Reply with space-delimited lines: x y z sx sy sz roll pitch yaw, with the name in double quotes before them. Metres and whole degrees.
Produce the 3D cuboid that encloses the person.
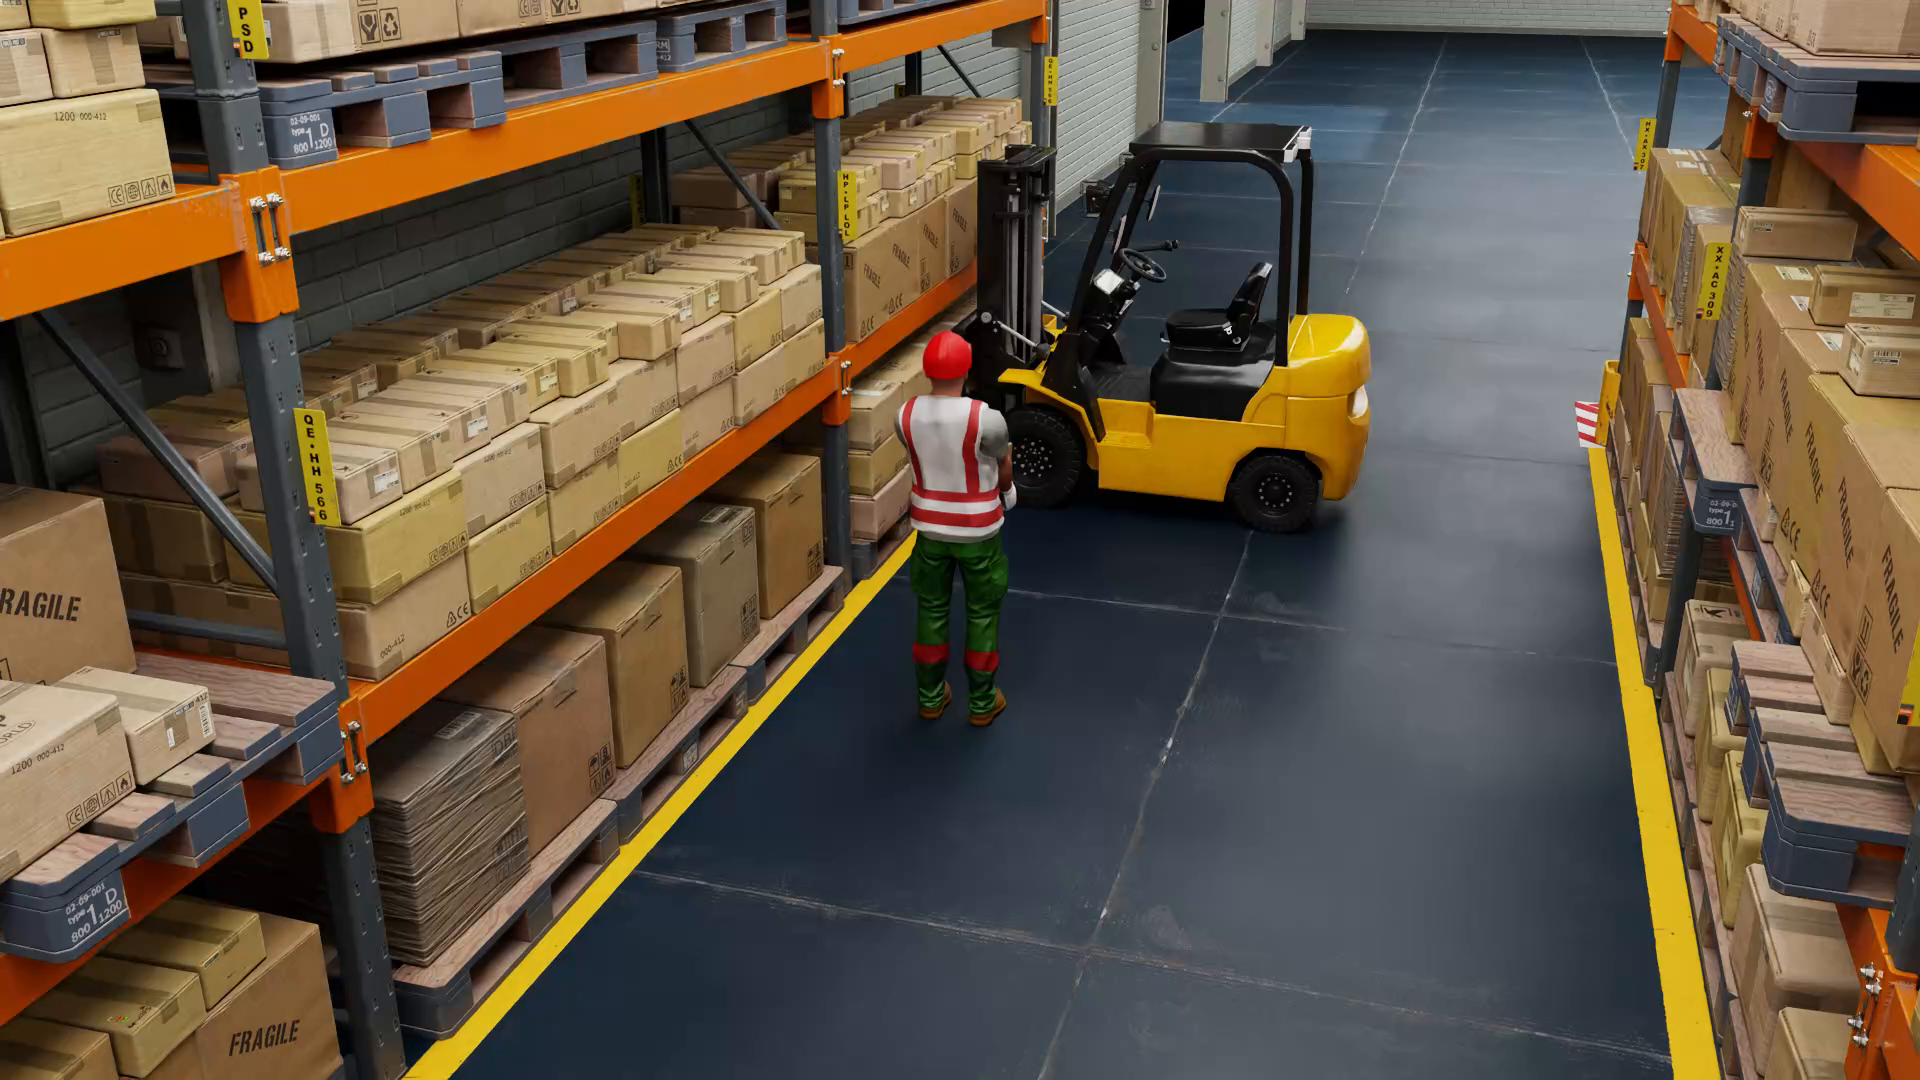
"person" 0.003 -0.080 7.265 0.494 1.782 0.561 7 23 17
